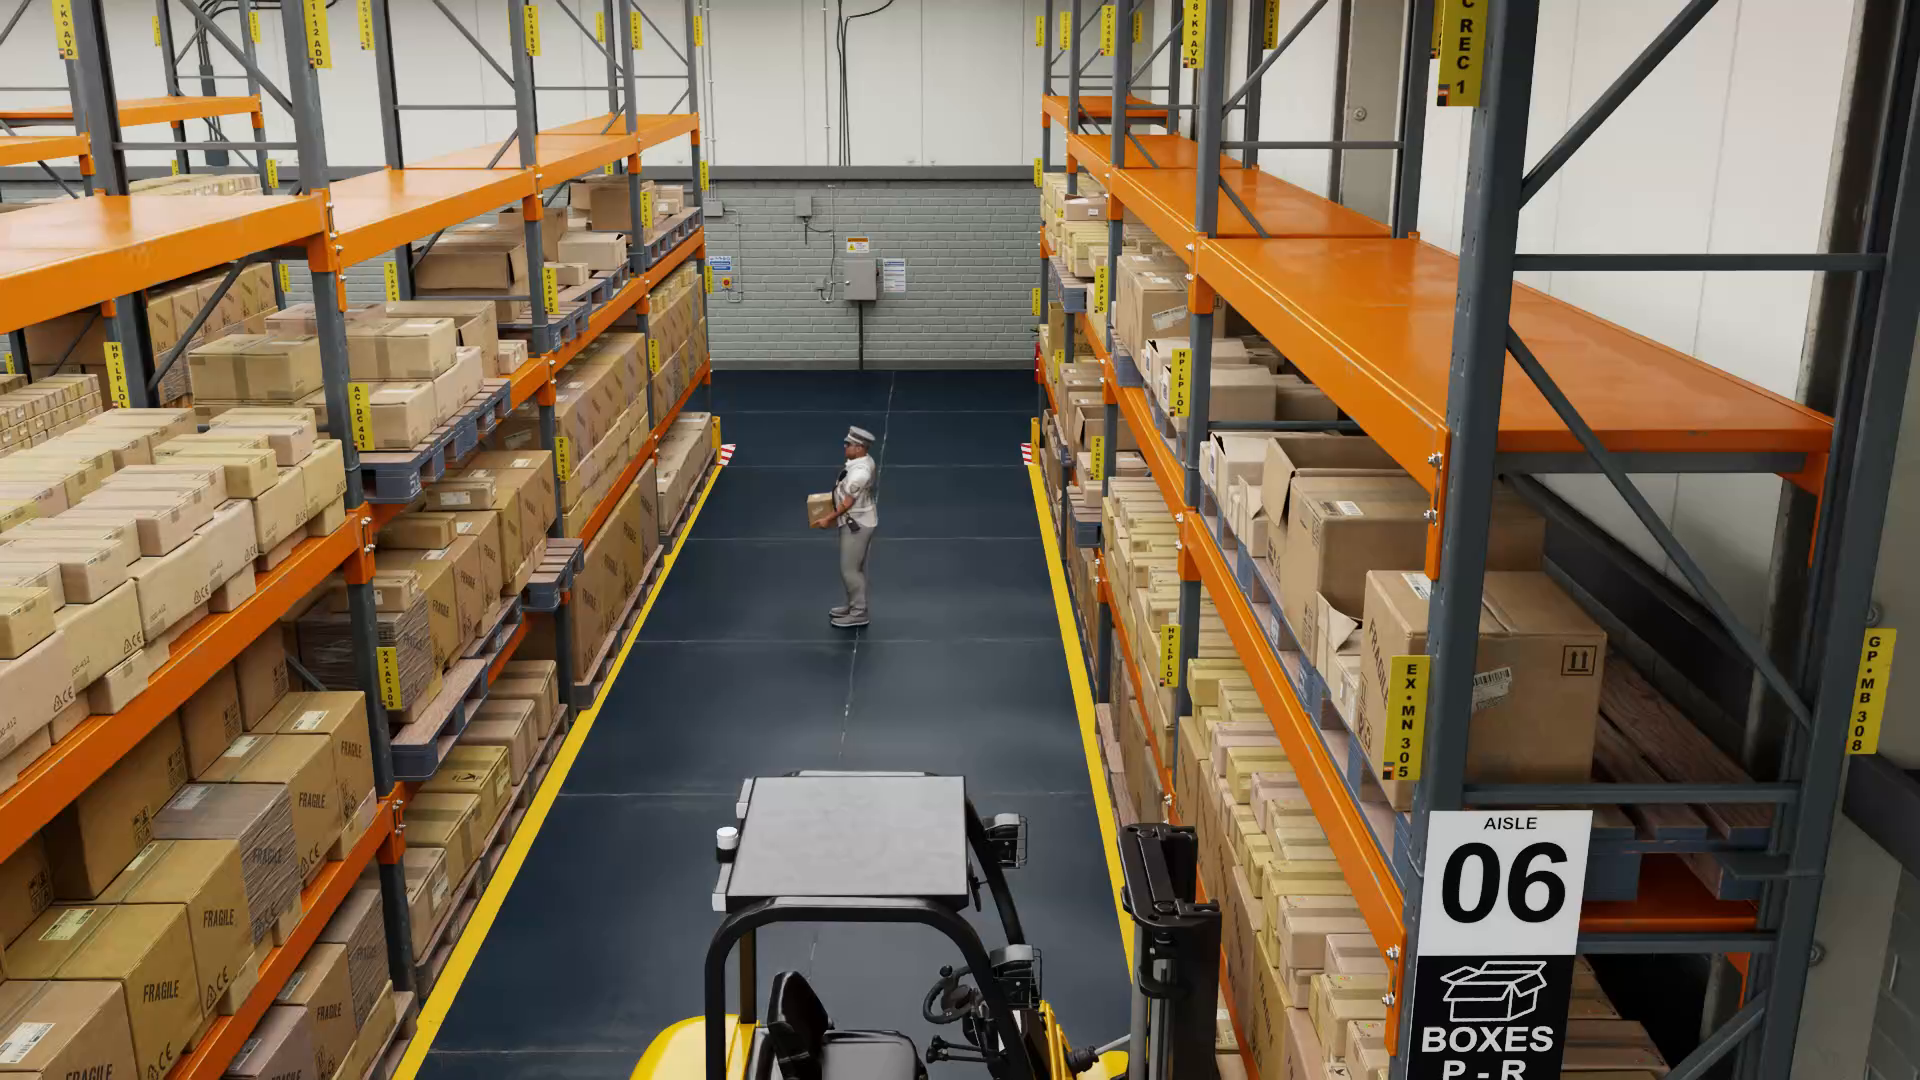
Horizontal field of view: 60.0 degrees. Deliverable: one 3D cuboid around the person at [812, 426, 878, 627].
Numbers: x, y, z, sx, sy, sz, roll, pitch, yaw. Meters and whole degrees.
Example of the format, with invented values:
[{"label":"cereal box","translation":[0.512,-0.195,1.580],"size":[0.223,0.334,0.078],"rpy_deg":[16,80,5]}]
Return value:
[{"label":"person","translation":[-0.998,-0.132,14.509],"size":[0.562,1.767,0.504],"rpy_deg":[0,17,-1]}]
